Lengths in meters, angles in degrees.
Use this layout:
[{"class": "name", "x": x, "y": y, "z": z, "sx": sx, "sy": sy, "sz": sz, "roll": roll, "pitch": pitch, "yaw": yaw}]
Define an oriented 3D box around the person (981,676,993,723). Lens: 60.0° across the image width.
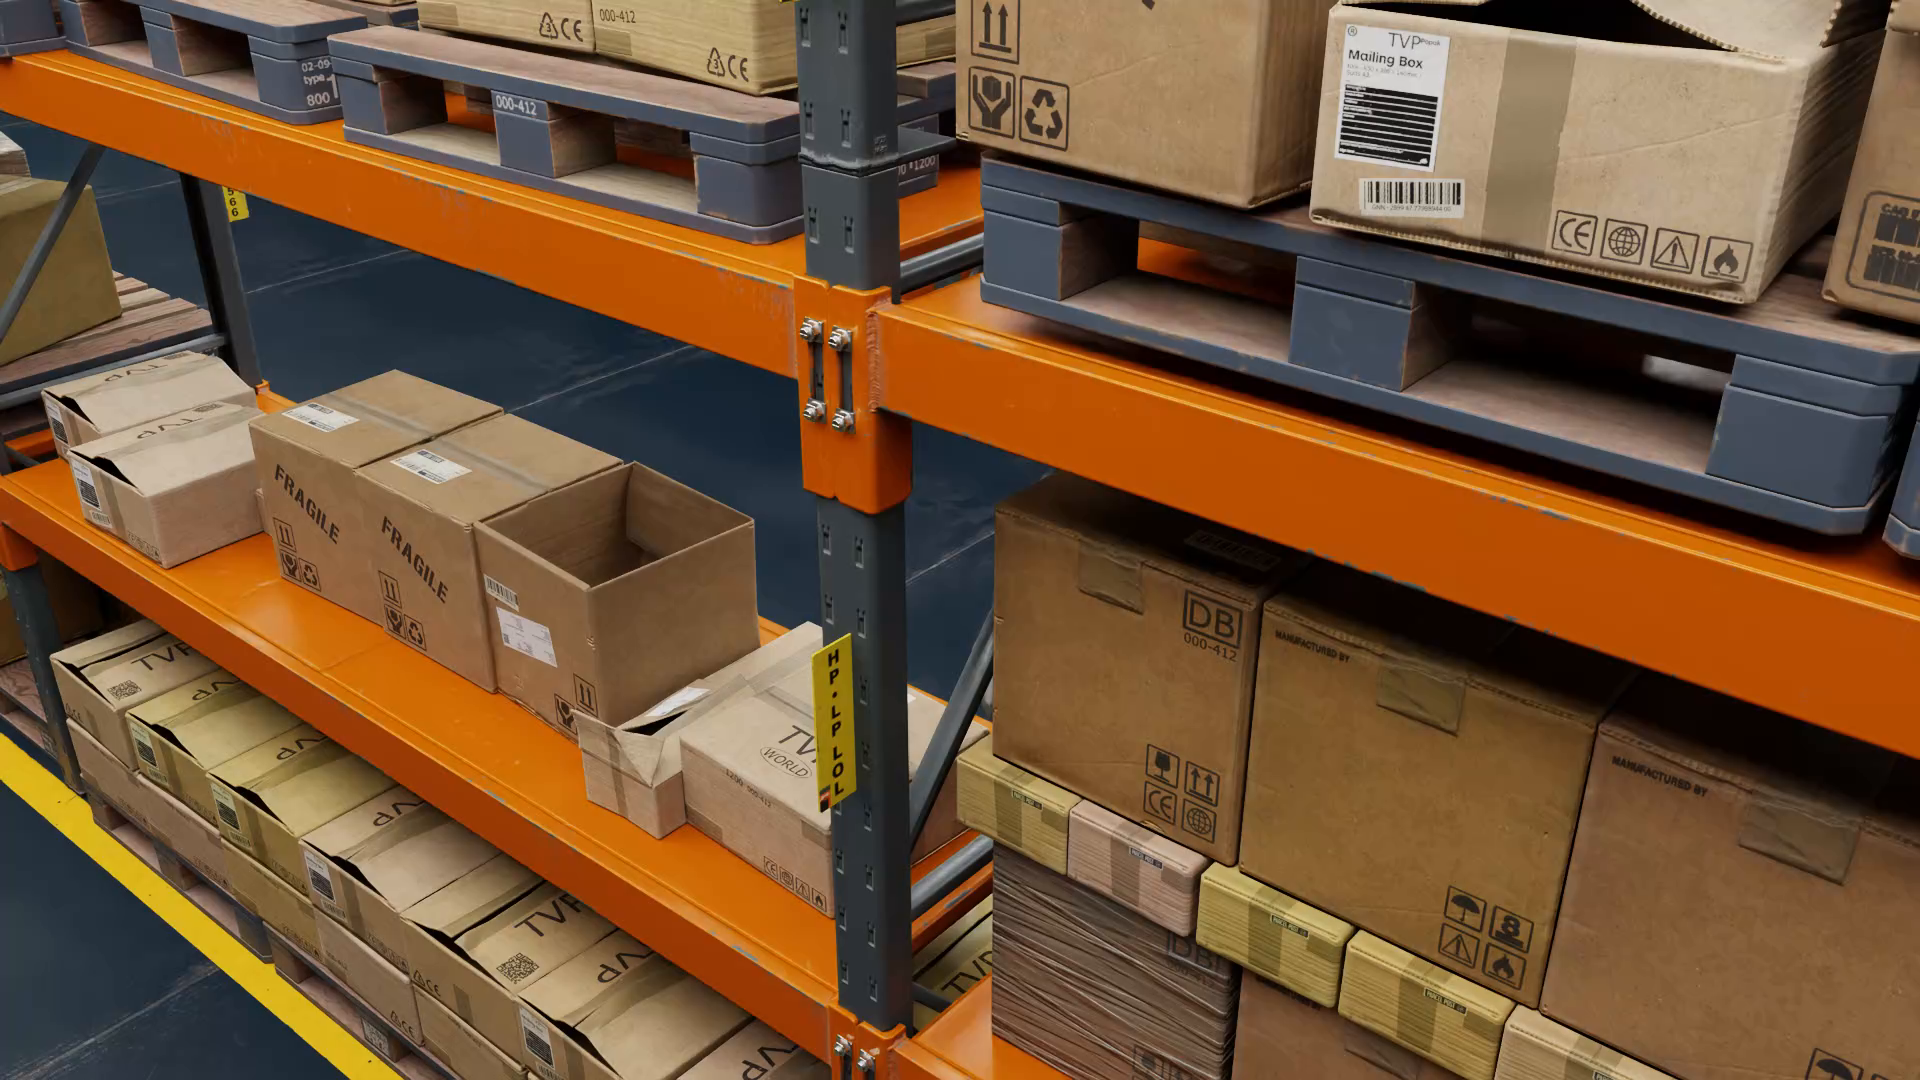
[{"class": "person", "x": 0.474, "y": 0.519, "z": 5.928, "sx": 0.845, "sy": 0.934, "sz": 0.518, "roll": 21, "pitch": 34, "yaw": 34}]
